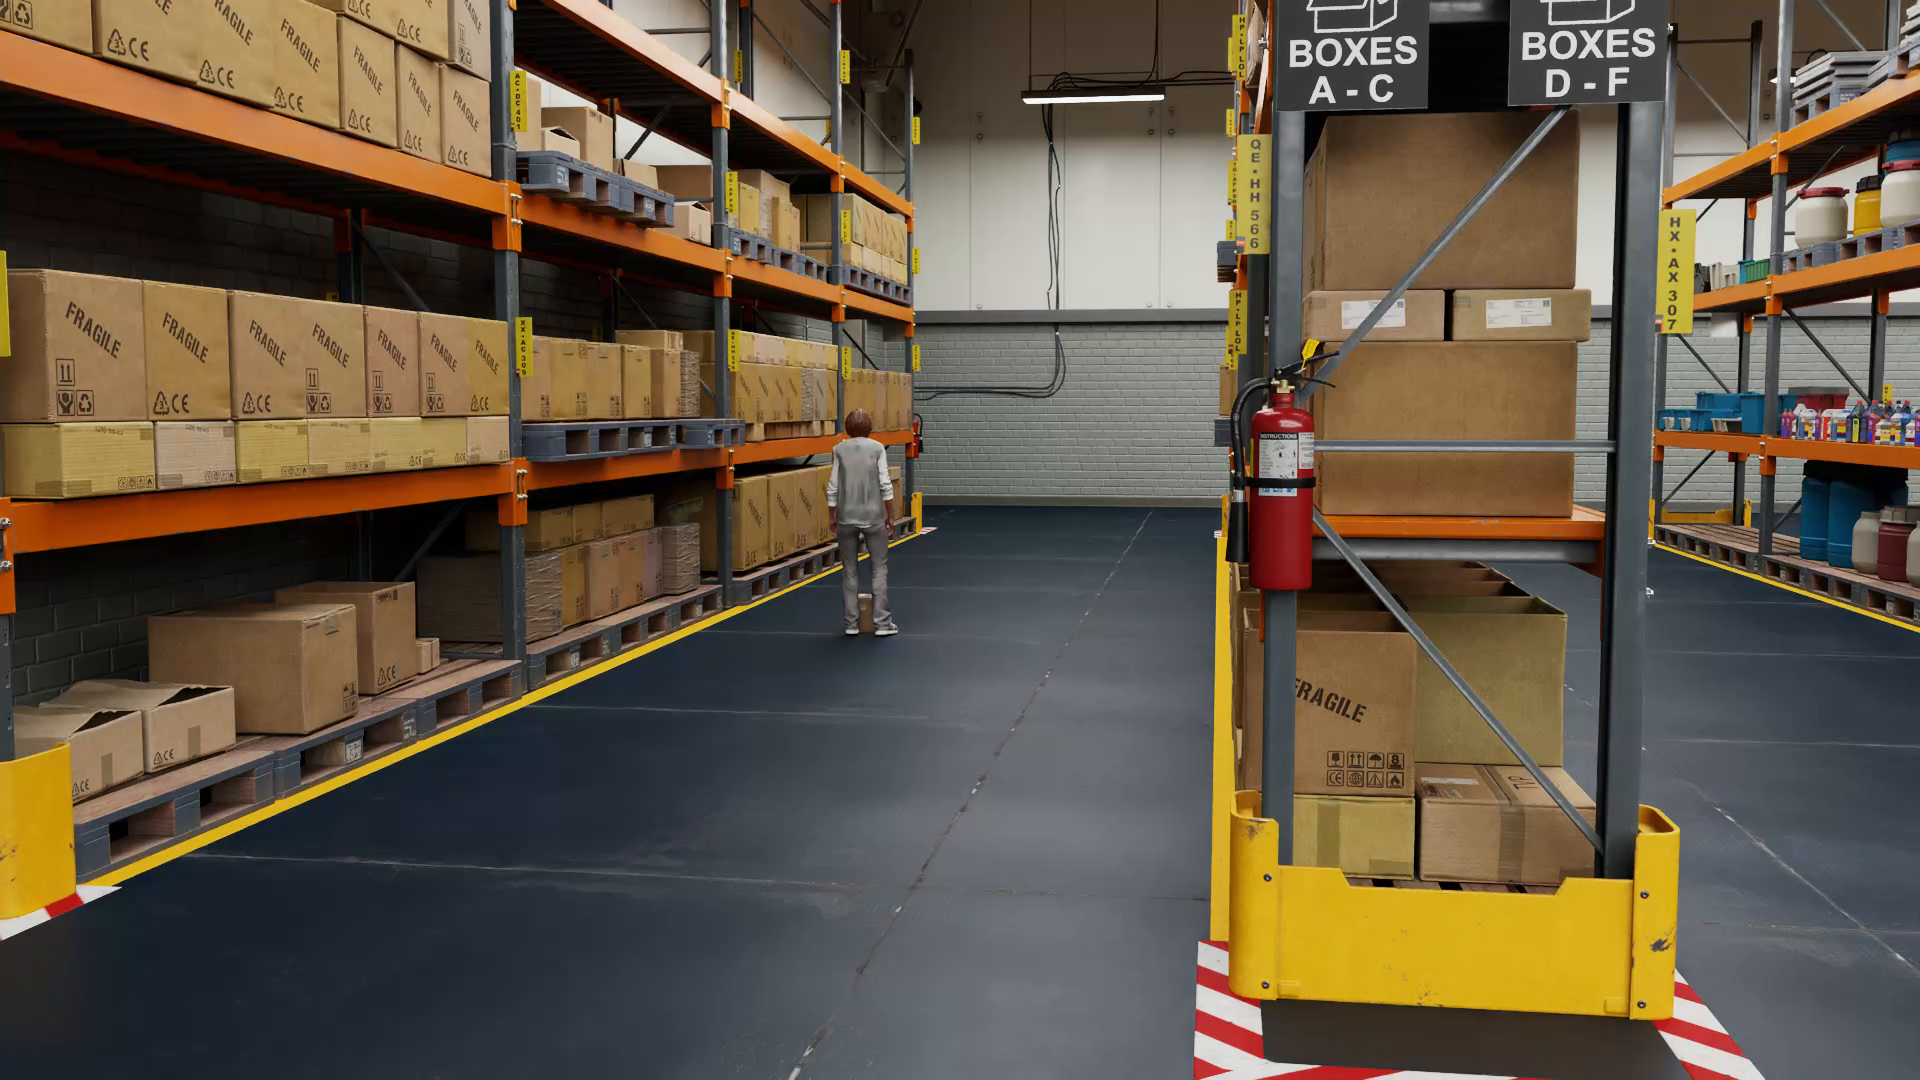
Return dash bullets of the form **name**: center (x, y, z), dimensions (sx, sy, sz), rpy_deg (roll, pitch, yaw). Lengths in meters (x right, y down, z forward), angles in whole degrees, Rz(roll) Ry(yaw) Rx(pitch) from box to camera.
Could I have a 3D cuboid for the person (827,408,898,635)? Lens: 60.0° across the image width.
- **person**: center (-0.687, -0.126, 11.667), dimensions (0.485, 1.593, 0.374), rpy_deg (0, 5, 5)
